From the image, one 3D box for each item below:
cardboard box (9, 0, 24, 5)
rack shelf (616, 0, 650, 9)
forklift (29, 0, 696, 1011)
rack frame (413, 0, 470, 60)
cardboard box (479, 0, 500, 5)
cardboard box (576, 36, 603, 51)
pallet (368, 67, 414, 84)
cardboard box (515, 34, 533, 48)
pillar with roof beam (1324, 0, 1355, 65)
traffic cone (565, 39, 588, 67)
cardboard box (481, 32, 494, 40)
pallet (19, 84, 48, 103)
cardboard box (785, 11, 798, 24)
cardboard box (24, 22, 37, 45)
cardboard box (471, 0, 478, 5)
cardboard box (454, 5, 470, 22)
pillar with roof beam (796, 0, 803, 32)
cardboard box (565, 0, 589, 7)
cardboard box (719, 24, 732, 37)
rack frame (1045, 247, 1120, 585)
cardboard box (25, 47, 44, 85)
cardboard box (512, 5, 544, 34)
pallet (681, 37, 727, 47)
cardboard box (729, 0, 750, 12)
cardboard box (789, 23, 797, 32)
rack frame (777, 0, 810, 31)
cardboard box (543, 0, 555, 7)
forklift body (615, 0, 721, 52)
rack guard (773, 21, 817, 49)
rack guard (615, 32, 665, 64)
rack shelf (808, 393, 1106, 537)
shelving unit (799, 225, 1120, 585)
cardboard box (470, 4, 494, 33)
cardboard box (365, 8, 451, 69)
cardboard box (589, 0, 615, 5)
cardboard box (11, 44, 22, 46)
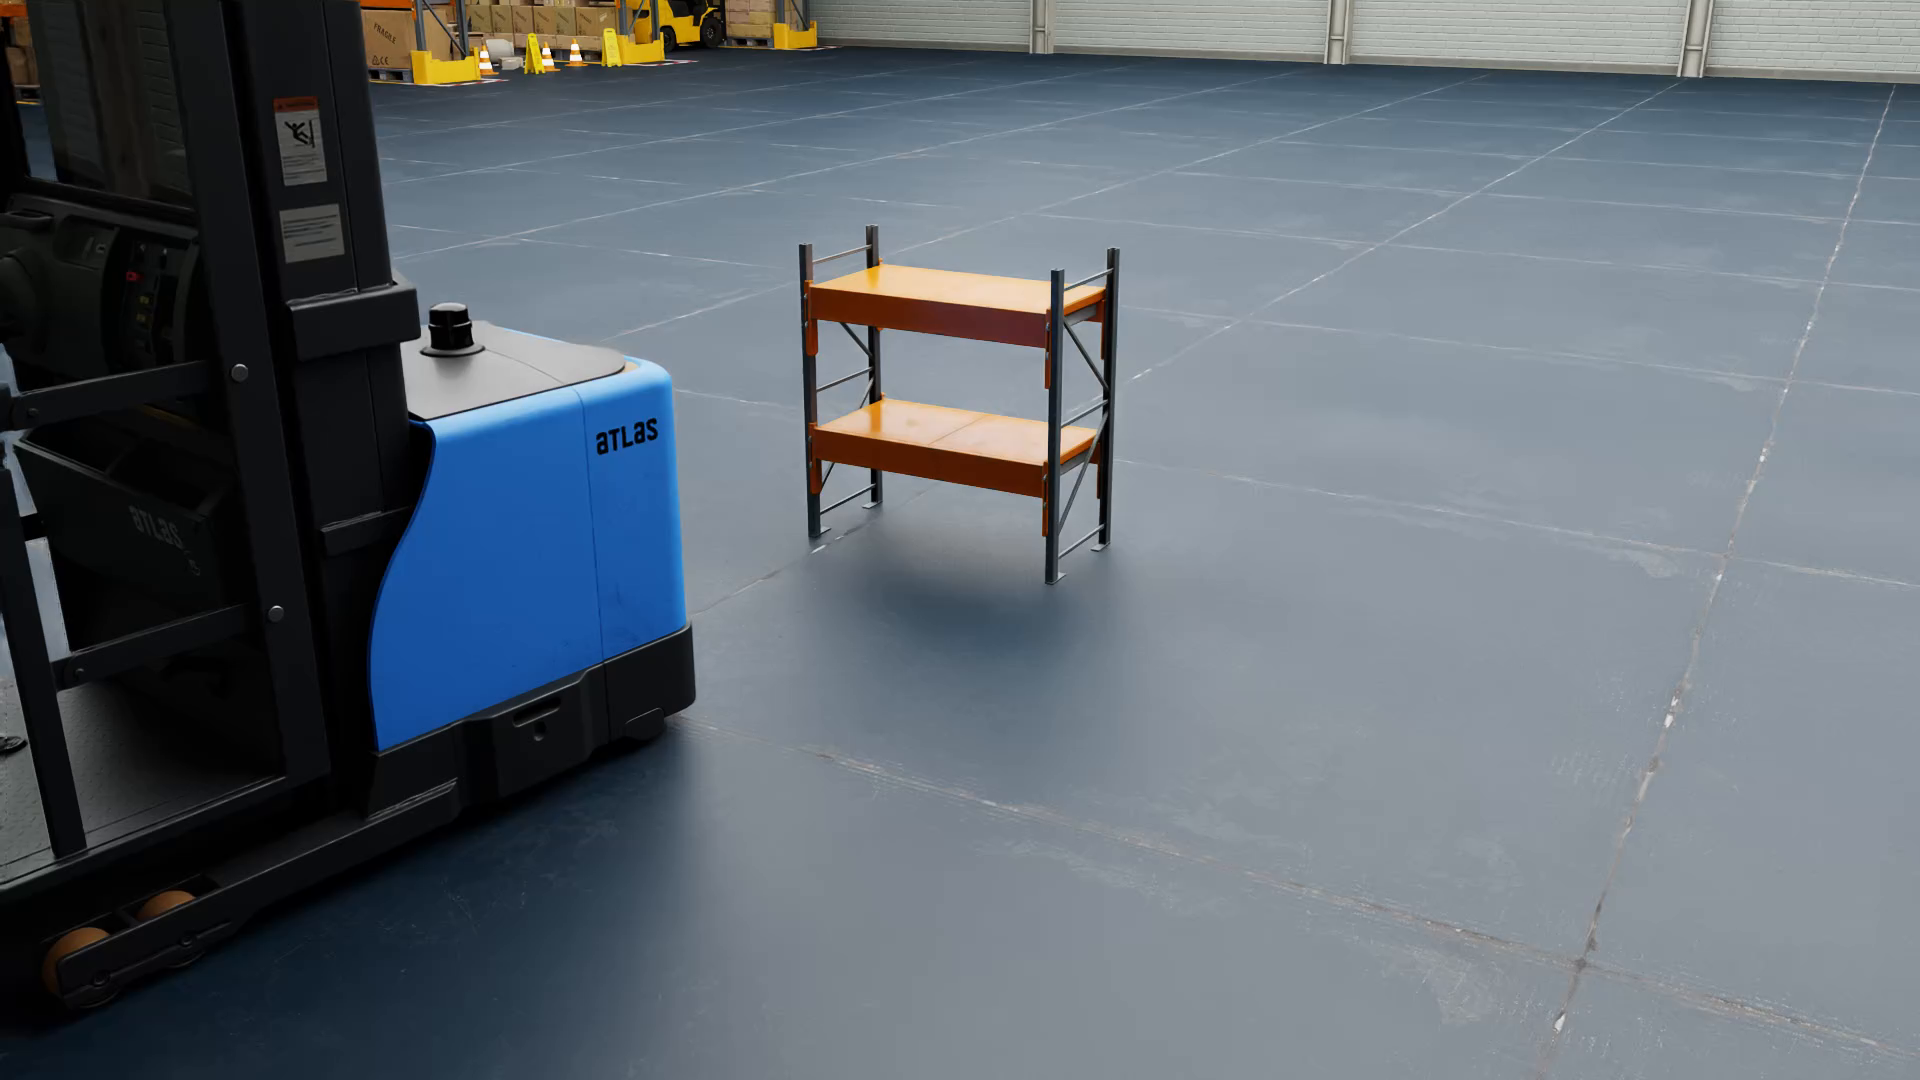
[{"bbox_3d":[-12.832,-7.446,22.861,0.250,0.149,0.380,11,23,27],"label":"cardboard box"},{"bbox_3d":[-7.610,-10.214,31.180,4.000,0.370,1.077,11,23,27],"label":"rack shelf"},{"bbox_3d":[-2.092,-0.561,3.614,1.130,2.935,3.031,15,25,36],"label":"forklift"},{"bbox_3d":[-8.190,-8.729,26.031,0.127,3.000,1.000,11,23,27],"label":"rack frame"},{"bbox_3d":[-8.893,-10.230,31.534,0.250,0.149,0.380,11,23,28],"label":"cardboard box"},{"bbox_3d":[-6.722,-9.183,30.698,0.500,0.250,0.500,11,23,27],"label":"cardboard box"},{"bbox_3d":[-8.926,-7.528,26.809,1.213,0.211,1.003,11,23,27],"label":"pallet"},{"bbox_3d":[-8.037,-9.438,31.403,0.500,0.250,0.500,10,22,27],"label":"cardboard box"},{"bbox_3d":[4.762,-11.625,25.217,0.400,9.000,9.100,11,23,27],"label":"pillar with roof beam"},{"bbox_3d":[-6.868,-8.715,29.711,0.334,0.463,0.336,11,23,27],"label":"traffic cone"},{"bbox_3d":[-8.973,-9.611,31.879,0.500,0.250,0.500,10,22,25],"label":"cardboard box"},{"bbox_3d":[-12.516,-6.320,23.479,1.213,0.211,1.003,11,23,27],"label":"pallet"},{"bbox_3d":[-3.756,-10.978,34.913,0.500,0.250,0.500,11,23,28],"label":"cardboard box"},{"bbox_3d":[-16.797,-9.284,30.611,0.500,0.500,0.500,10,22,25],"label":"cardboard box"},{"bbox_3d":[-10.985,-12.363,38.146,0.250,0.149,0.380,10,22,25],"label":"cardboard box"},{"bbox_3d":[-11.336,-12.144,38.493,0.500,0.500,0.500,10,22,26],"label":"cardboard box"},{"bbox_3d":[-5.714,-13.621,30.718,0.400,9.000,9.100,11,23,27],"label":"pillar with roof beam"},{"bbox_3d":[-7.044,-9.879,30.565,0.250,0.149,0.380,12,23,29],"label":"cardboard box"},{"bbox_3d":[-4.873,-10.758,35.041,0.500,0.250,0.500,11,23,28],"label":"cardboard box"},{"bbox_3d":[0.438,-0.445,5.943,0.032,1.125,0.500,11,23,27],"label":"rack frame"},{"bbox_3d":[-12.775,-6.706,23.503,0.500,0.500,0.500,9,22,23],"label":"cardboard box"},{"bbox_3d":[-8.048,-9.792,31.276,0.500,0.500,0.500,12,23,30],"label":"cardboard box"},{"bbox_3d":[-5.195,-10.705,35.567,1.213,0.211,1.003,11,23,27],"label":"pallet"},{"bbox_3d":[-4.449,-11.140,34.627,0.500,0.250,0.500,11,23,28],"label":"cardboard box"},{"bbox_3d":[-3.780,-10.743,34.998,0.500,0.250,0.500,11,23,28],"label":"cardboard box"},{"bbox_3d":[-3.446,-11.698,34.215,0.127,3.000,1.000,11,23,27],"label":"rack frame"},{"bbox_3d":[-7.491,-9.966,30.805,0.250,0.149,0.380,12,23,30],"label":"cardboard box"},{"bbox_3d":[-5.992,-11.071,33.732,1.214,2.155,2.313,11,23,27],"label":"forklift body"},{"bbox_3d":[-3.425,-10.519,34.631,0.348,0.500,1.175,11,23,27],"label":"rack guard"},{"bbox_3d":[-5.930,-9.057,30.601,0.348,0.500,1.175,11,23,27],"label":"rack guard"},{"bbox_3d":[-0.006,-0.300,6.260,1.000,0.278,0.538,11,23,27],"label":"rack shelf"},{"bbox_3d":[-0.006,-0.530,6.176,1.048,1.125,0.538,11,23,27],"label":"shelving unit"},{"bbox_3d":[-8.973,-9.964,31.751,0.500,0.500,0.500,12,23,30],"label":"cardboard box"},{"bbox_3d":[-8.814,-8.021,26.579,0.875,0.875,0.875,11,23,28],"label":"cardboard box"},{"bbox_3d":[-8.073,-11.659,36.975,0.625,0.625,0.875,11,22,27],"label":"cardboard box"},{"bbox_3d":[-13.859,-6.879,23.979,0.500,0.500,0.500,10,22,26],"label":"cardboard box"}]
